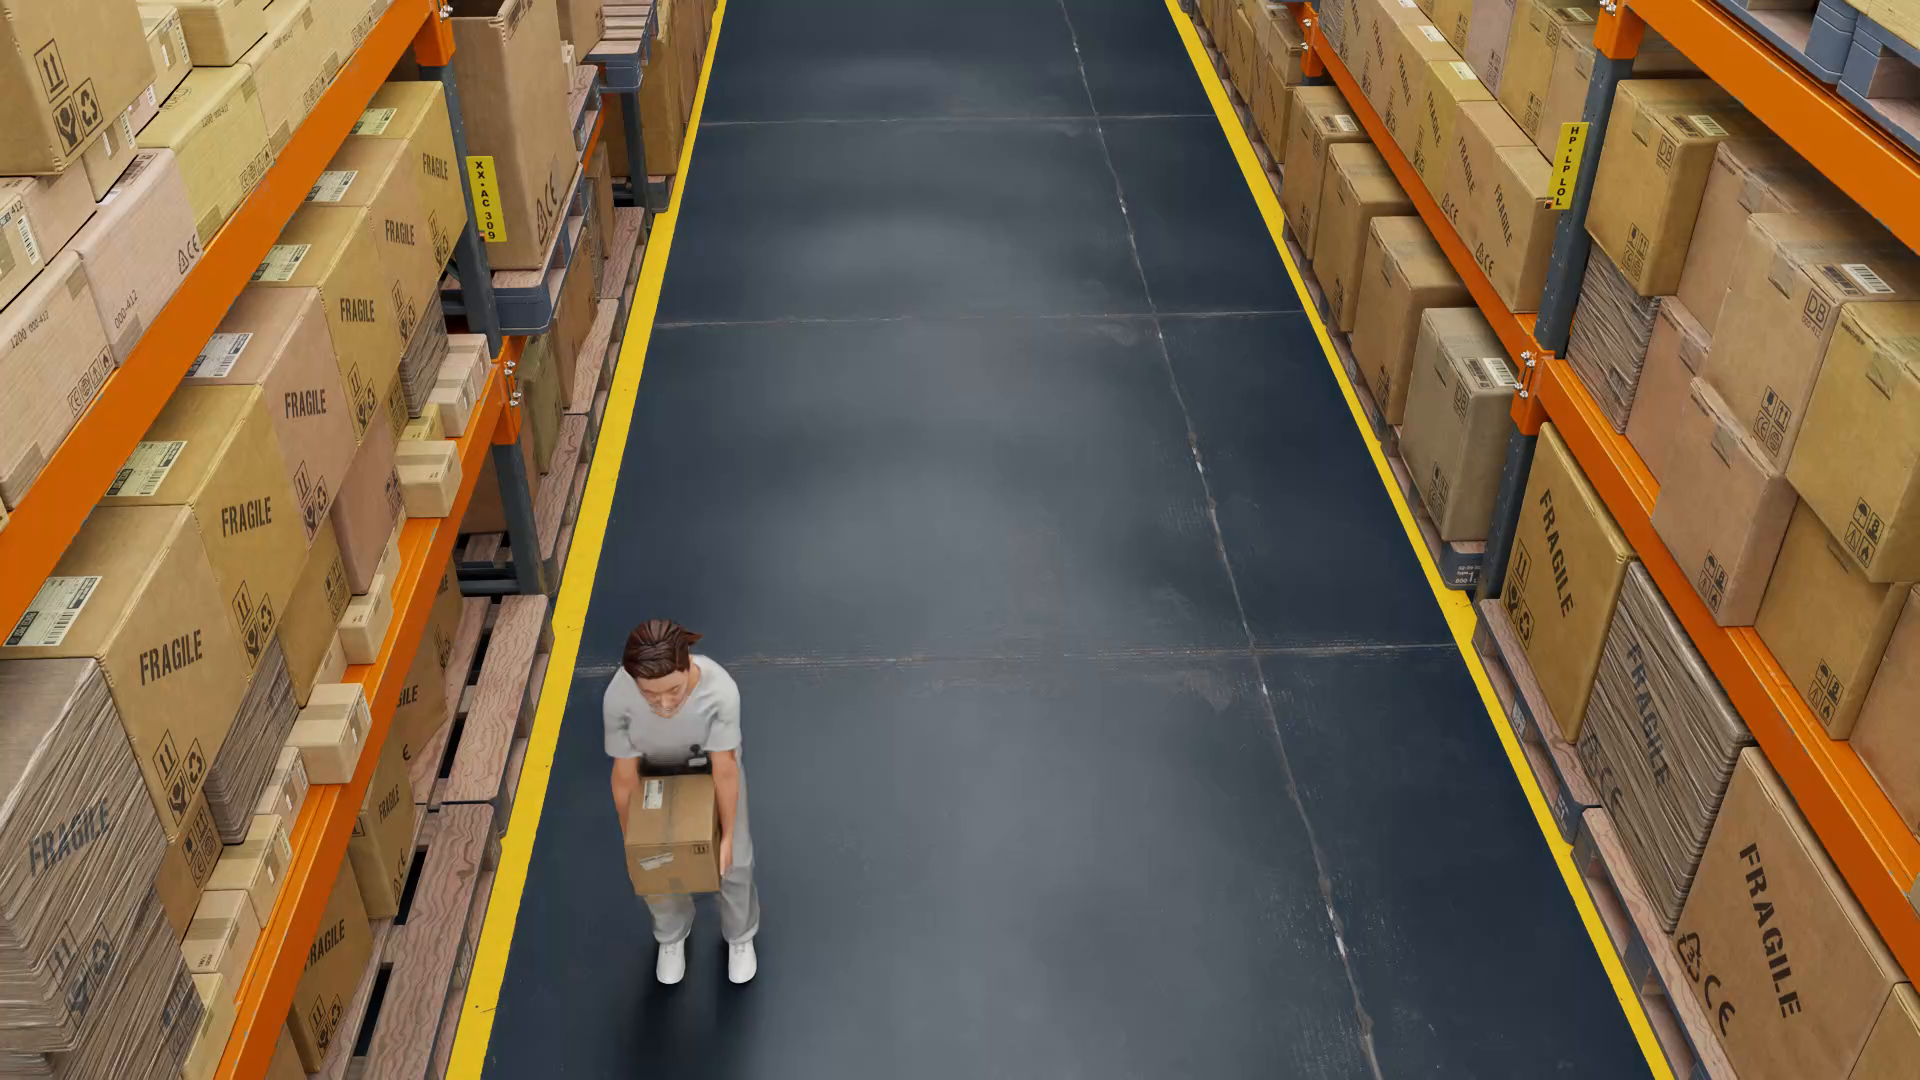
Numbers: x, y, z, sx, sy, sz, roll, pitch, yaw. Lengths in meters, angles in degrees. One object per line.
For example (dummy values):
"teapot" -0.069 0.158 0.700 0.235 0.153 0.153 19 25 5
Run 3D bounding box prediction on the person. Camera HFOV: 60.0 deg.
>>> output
"person" -0.843 0.793 5.103 0.403 1.597 0.547 -2 35 -3
